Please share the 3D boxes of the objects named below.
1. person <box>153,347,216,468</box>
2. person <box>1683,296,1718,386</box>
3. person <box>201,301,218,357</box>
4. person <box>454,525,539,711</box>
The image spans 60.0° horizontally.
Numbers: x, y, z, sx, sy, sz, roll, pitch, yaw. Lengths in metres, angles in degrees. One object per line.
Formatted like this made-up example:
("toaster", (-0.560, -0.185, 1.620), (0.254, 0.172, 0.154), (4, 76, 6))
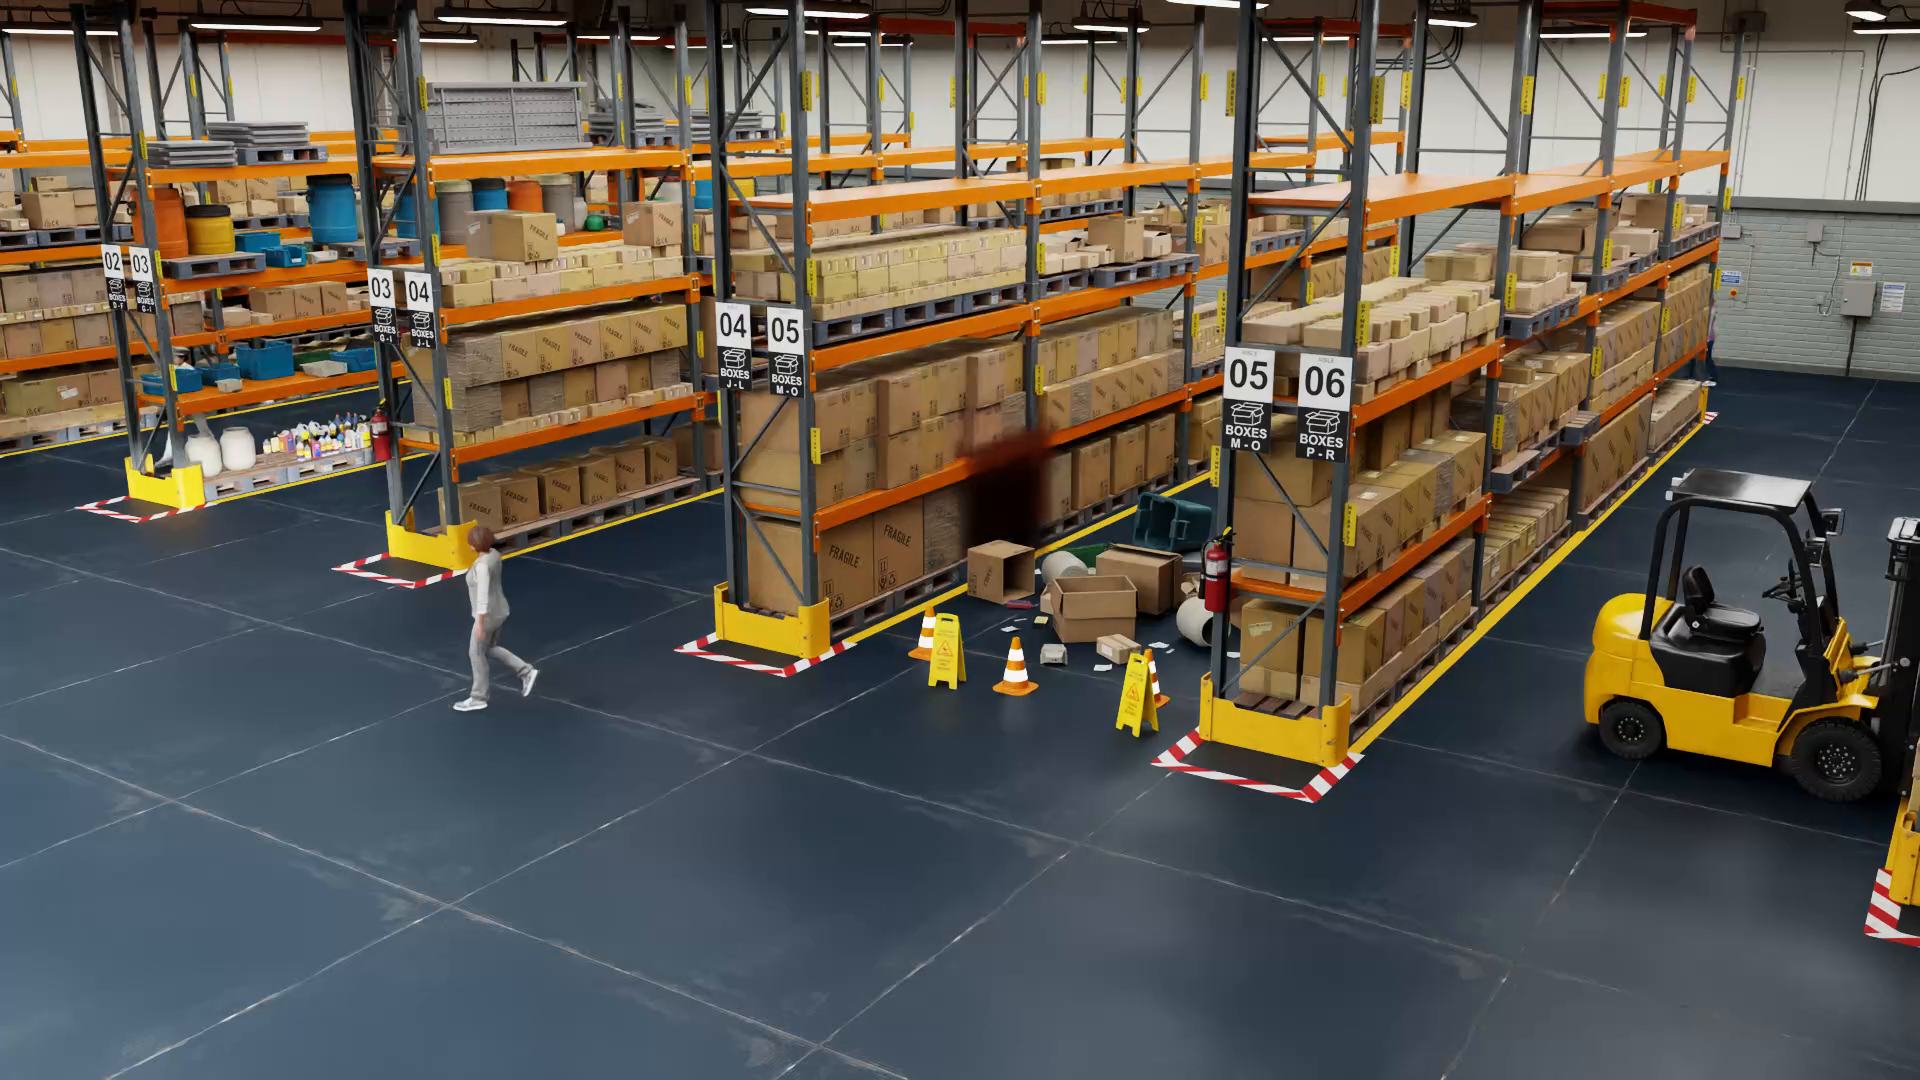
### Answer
("person", (-10.604, -1.830, 22.673), (0.497, 1.628, 0.925), (6, 17, 21))
("person", (12.753, -3.406, 28.545), (0.610, 1.644, 0.490), (2, 16, 6))
("person", (-13.213, -3.558, 28.806), (0.735, 1.770, 0.913), (6, 17, 20))
("person", (-3.920, 0.641, 13.930), (0.694, 1.584, 0.469), (0, 16, 0))
